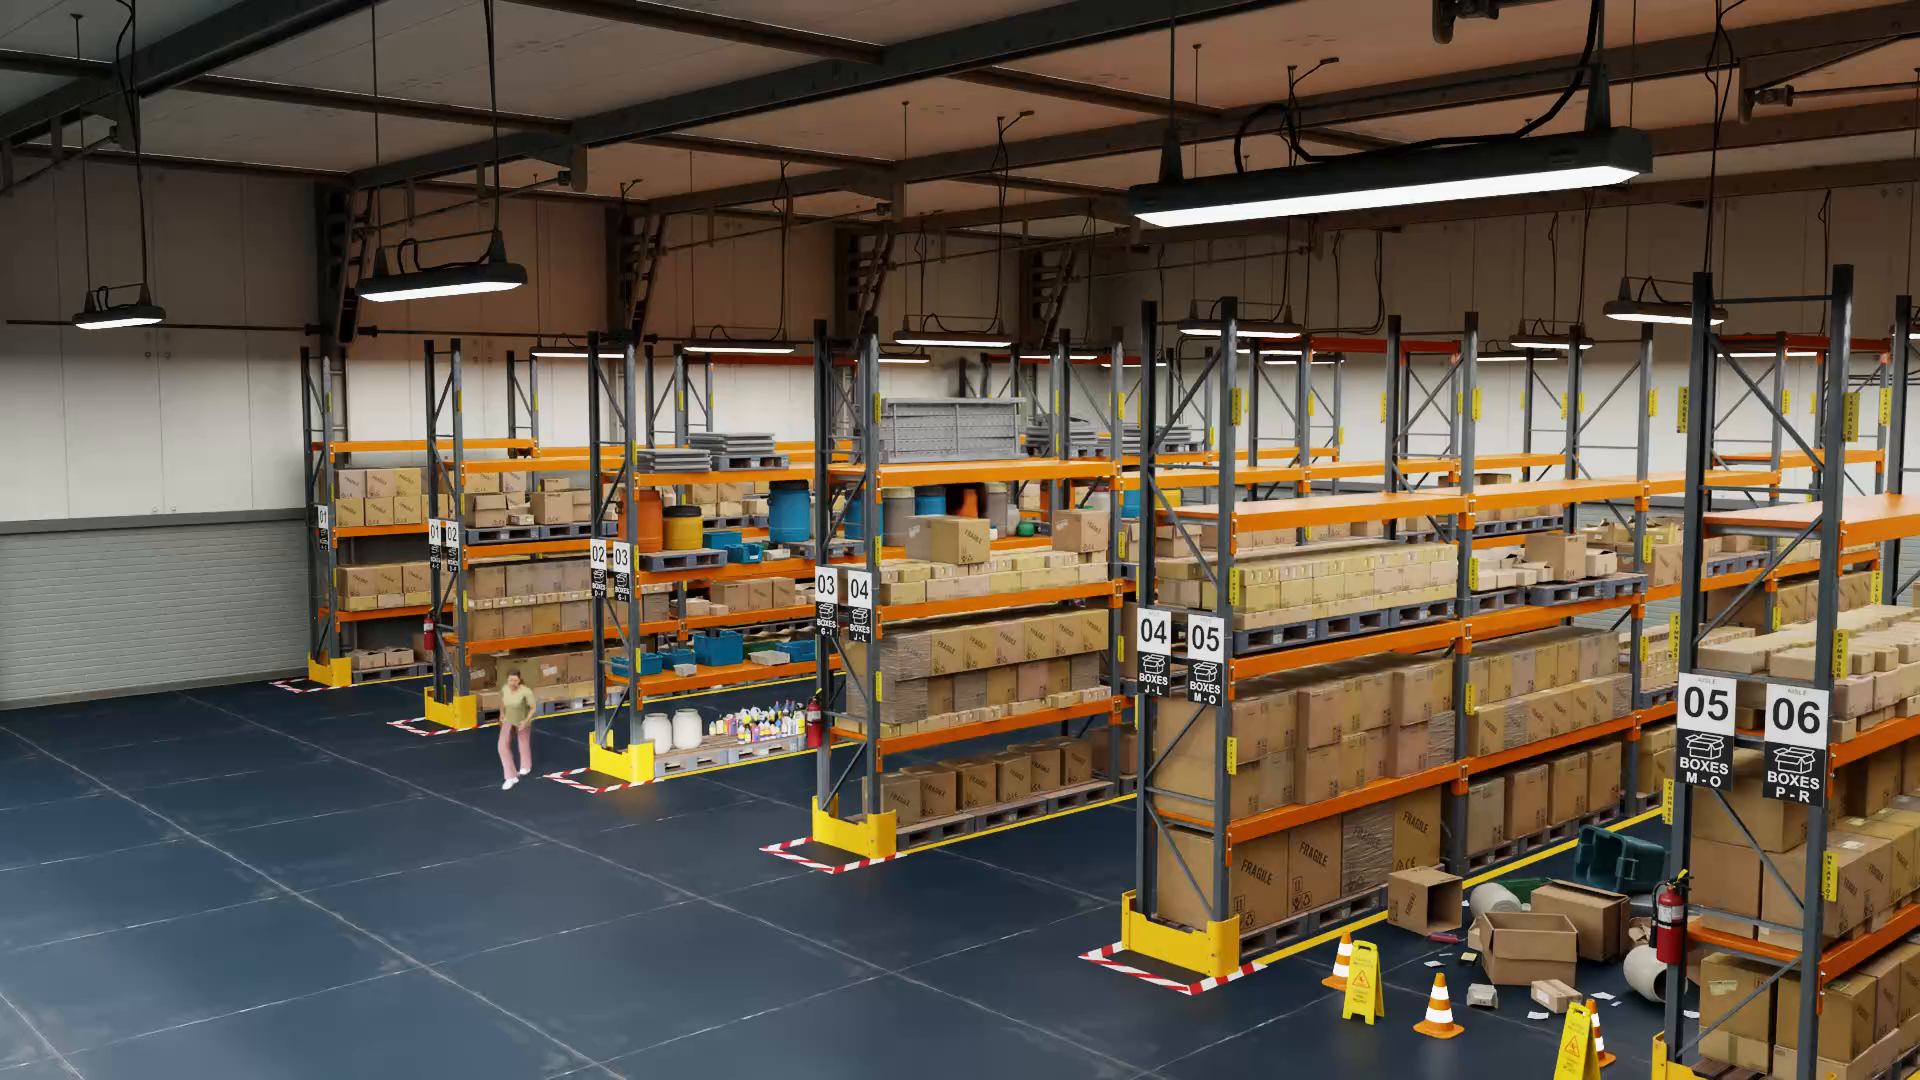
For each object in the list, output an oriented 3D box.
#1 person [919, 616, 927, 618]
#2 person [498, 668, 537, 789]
[{"bbox_3d":[-0.600,1.422,30.298,0.721,1.788,0.618,-5,7,-44],"label":"person"},{"bbox_3d":[-5.837,2.425,21.974,0.586,1.561,0.983,0,5,3],"label":"person"}]
